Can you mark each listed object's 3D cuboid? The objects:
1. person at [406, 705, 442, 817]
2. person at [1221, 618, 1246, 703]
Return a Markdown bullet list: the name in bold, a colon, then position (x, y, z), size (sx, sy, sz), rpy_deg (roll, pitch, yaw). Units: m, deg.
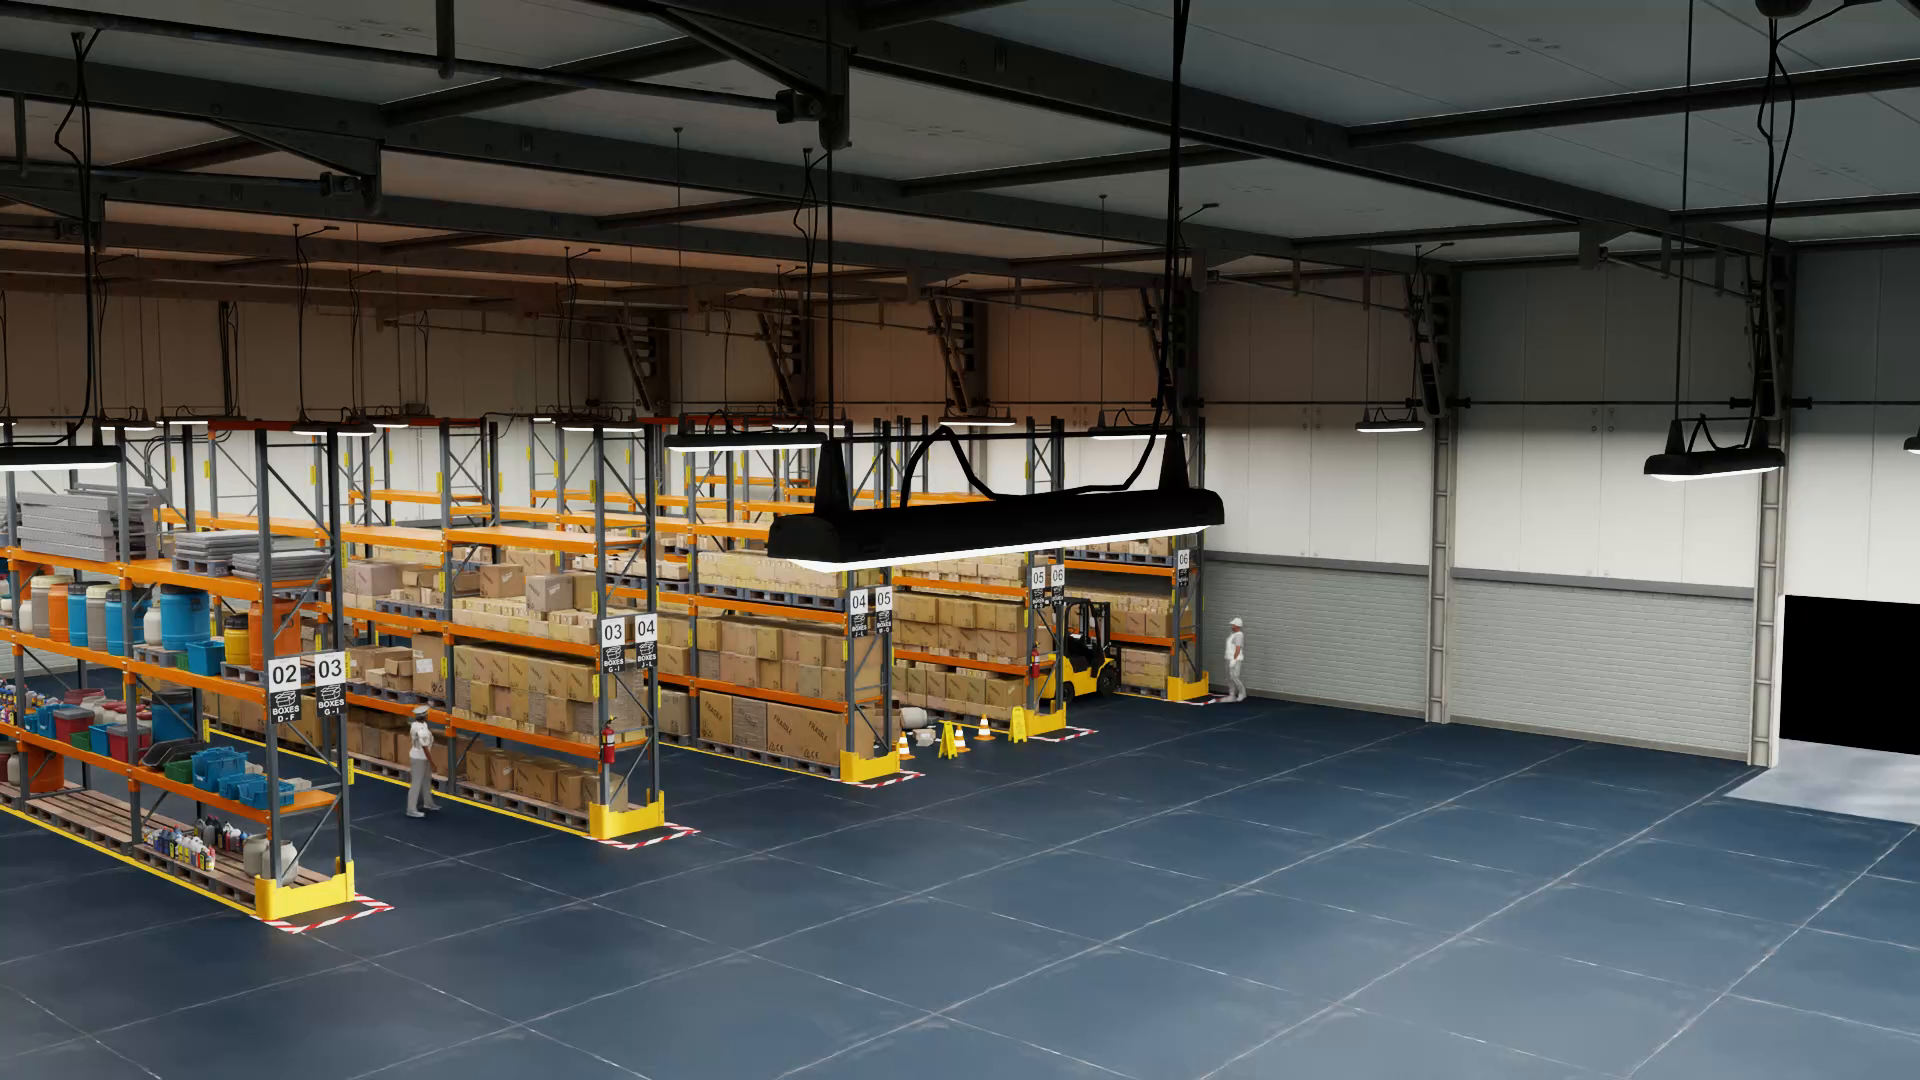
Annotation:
- **person**: position (-8.251, 3.387, 25.539), size (0.528, 1.712, 0.616), rpy_deg (-2, 5, -19)
- **person**: position (5.753, 2.529, 34.969), size (0.474, 1.789, 0.634), rpy_deg (-2, 5, -21)
